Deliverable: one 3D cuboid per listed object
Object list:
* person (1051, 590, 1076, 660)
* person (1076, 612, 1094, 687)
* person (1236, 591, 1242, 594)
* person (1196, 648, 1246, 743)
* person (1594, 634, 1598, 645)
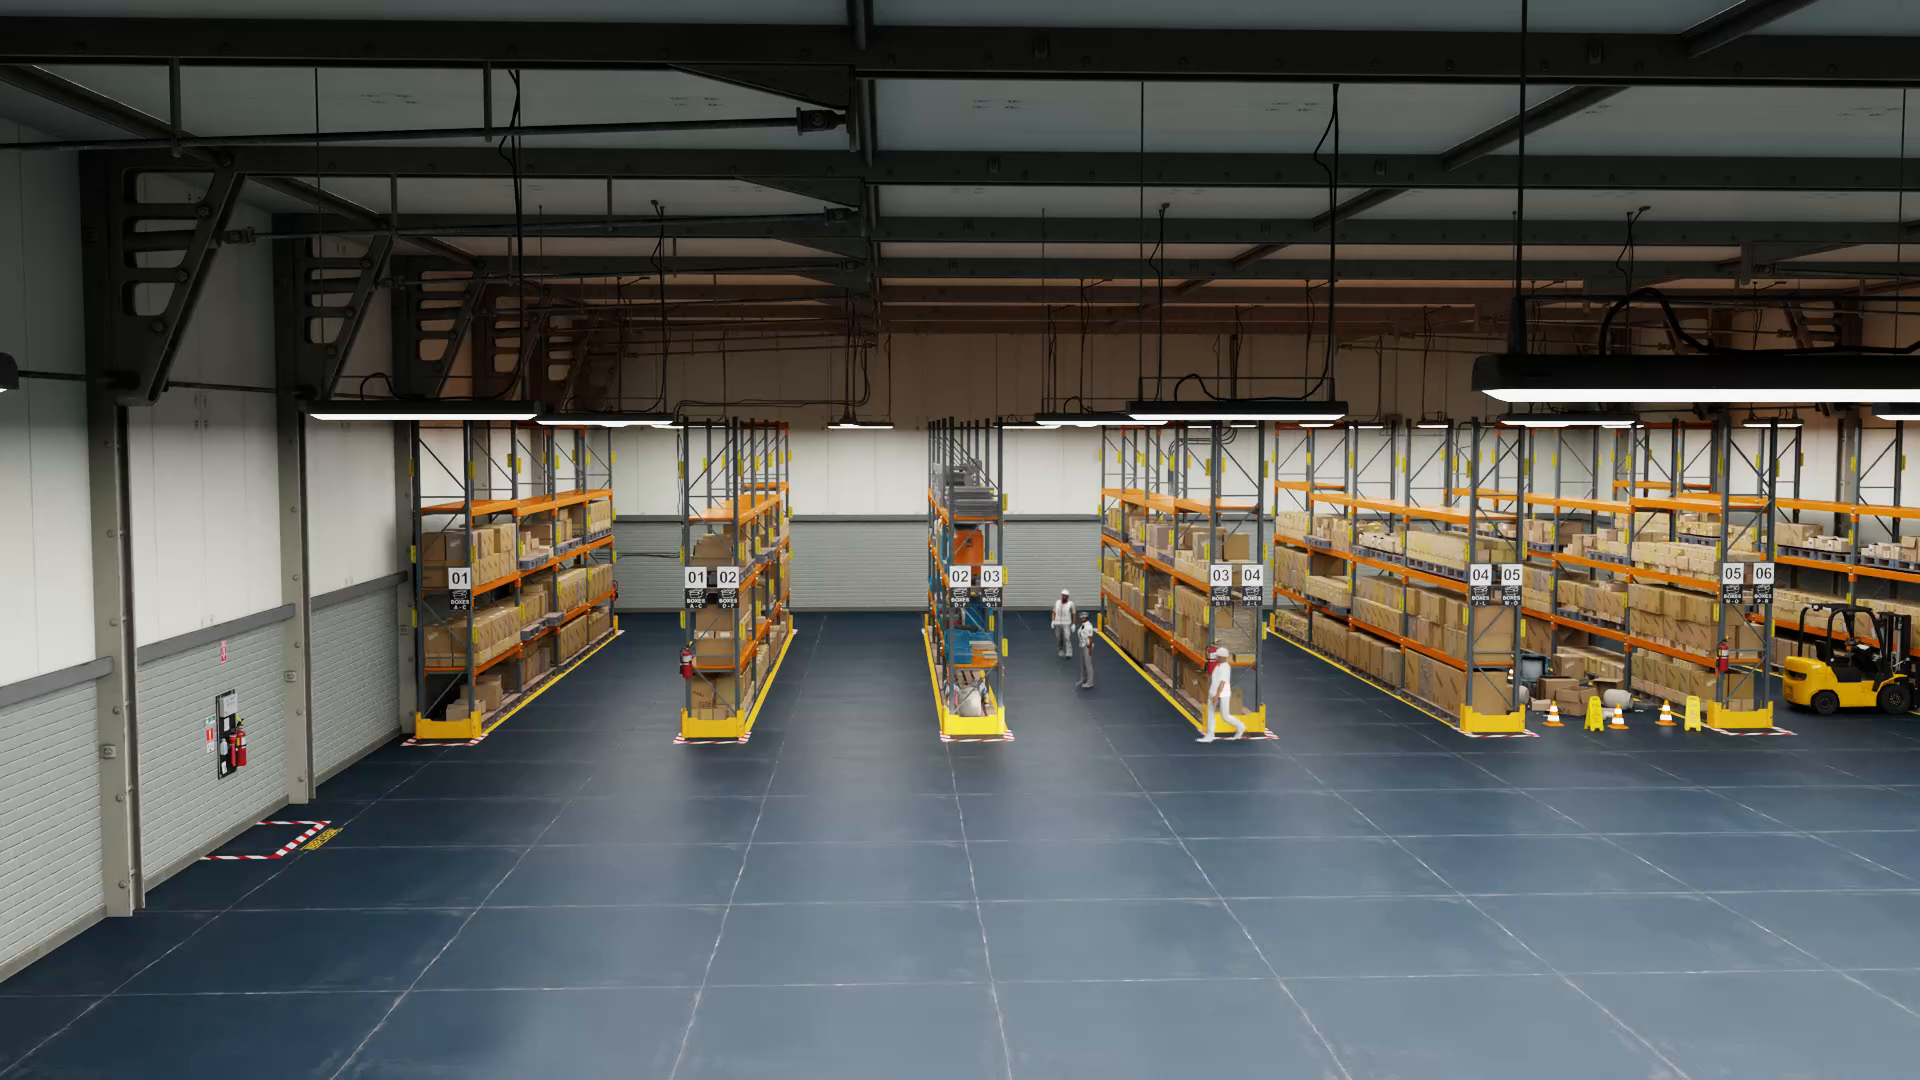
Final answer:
[{"bbox_3d":[2.601,2.118,41.829,0.597,1.729,1.041,1,4,17],"label":"person"},{"bbox_3d":[2.823,2.452,37.397,0.377,1.664,0.548,-1,4,-14],"label":"person"},{"bbox_3d":[7.796,1.832,46.808,0.635,1.685,1.003,0,4,2],"label":"person"},{"bbox_3d":[4.827,2.854,30.599,0.916,1.749,0.495,-2,4,-30],"label":"person"},{"bbox_3d":[16.875,1.996,44.484,0.537,1.689,0.659,-1,4,-18],"label":"person"}]
